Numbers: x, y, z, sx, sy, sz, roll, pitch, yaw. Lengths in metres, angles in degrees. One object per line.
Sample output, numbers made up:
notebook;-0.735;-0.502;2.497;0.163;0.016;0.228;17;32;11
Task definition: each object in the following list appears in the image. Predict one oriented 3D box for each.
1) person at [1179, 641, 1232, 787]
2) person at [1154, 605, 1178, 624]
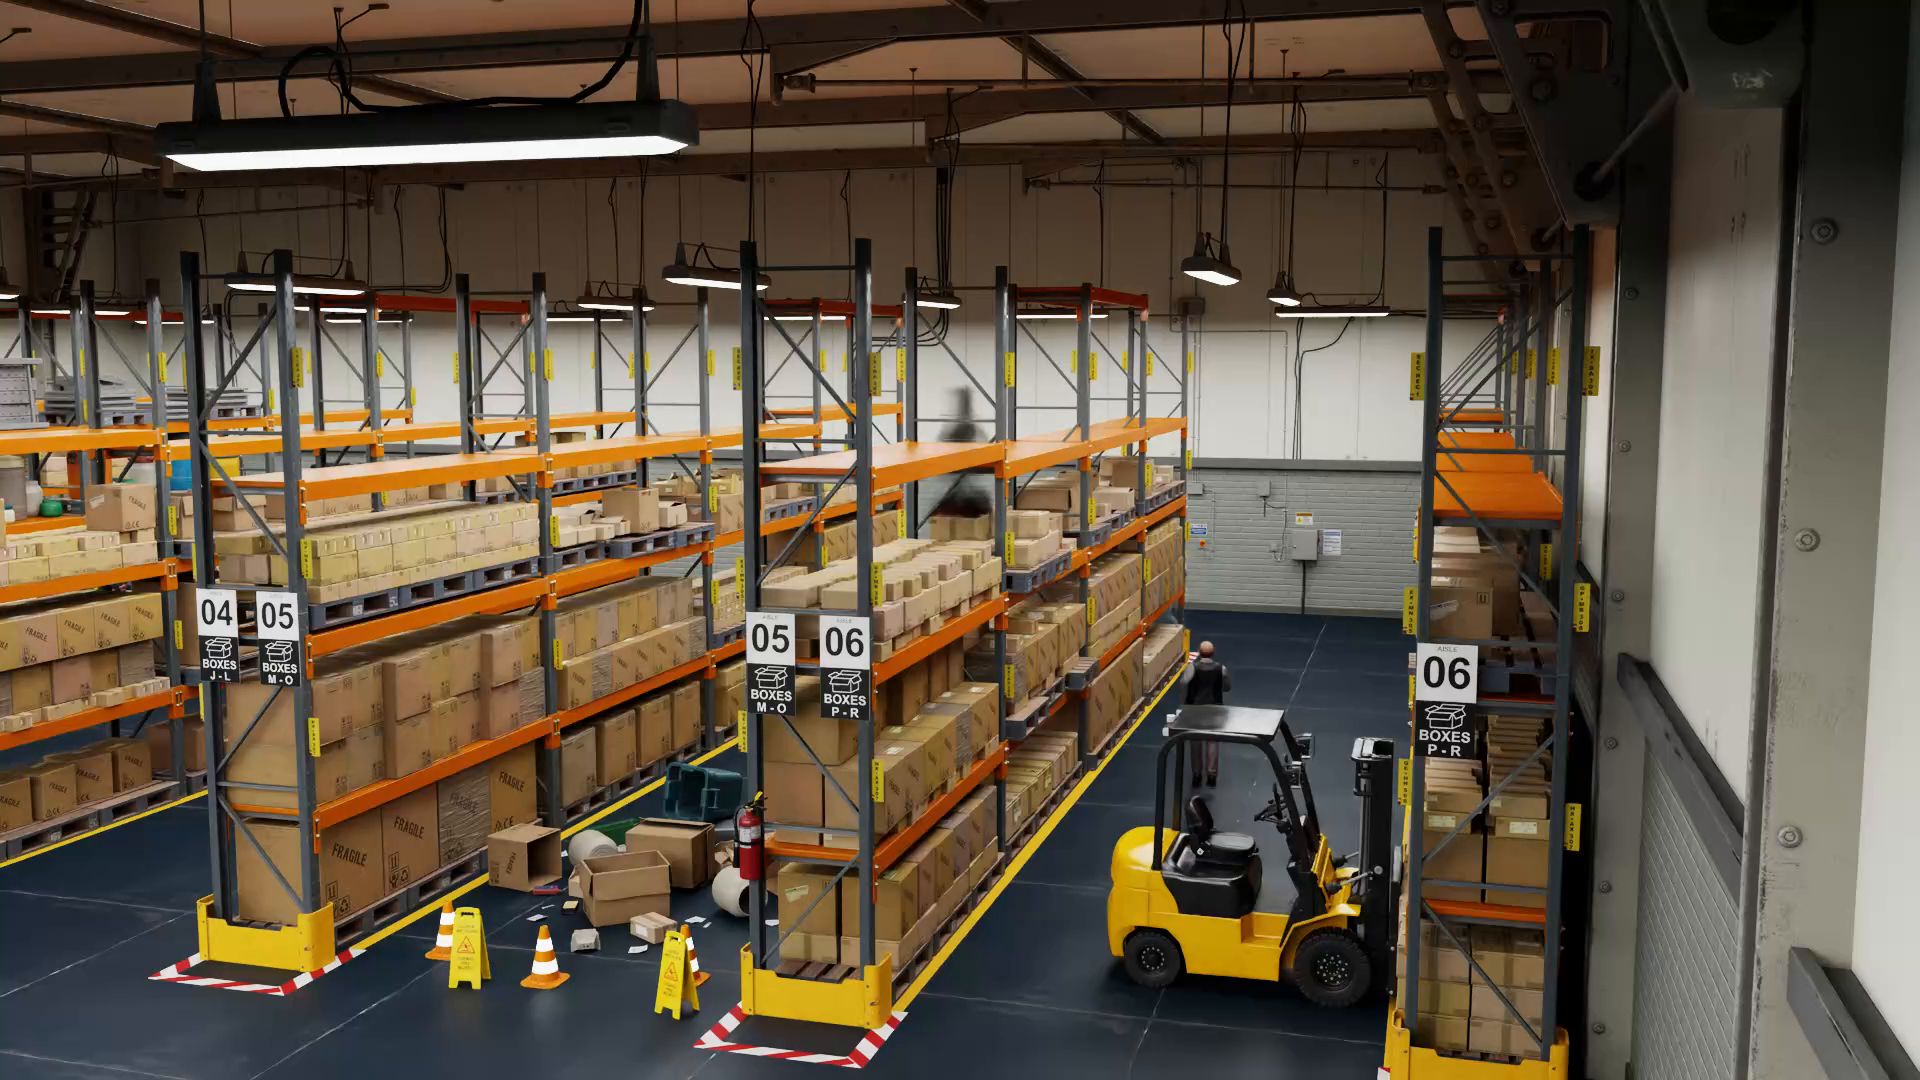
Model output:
person;2.918;2.080;19.791;0.635;1.753;0.907;1;6;5
person;3.635;0.984;29.609;0.728;1.798;0.672;1;6;6
